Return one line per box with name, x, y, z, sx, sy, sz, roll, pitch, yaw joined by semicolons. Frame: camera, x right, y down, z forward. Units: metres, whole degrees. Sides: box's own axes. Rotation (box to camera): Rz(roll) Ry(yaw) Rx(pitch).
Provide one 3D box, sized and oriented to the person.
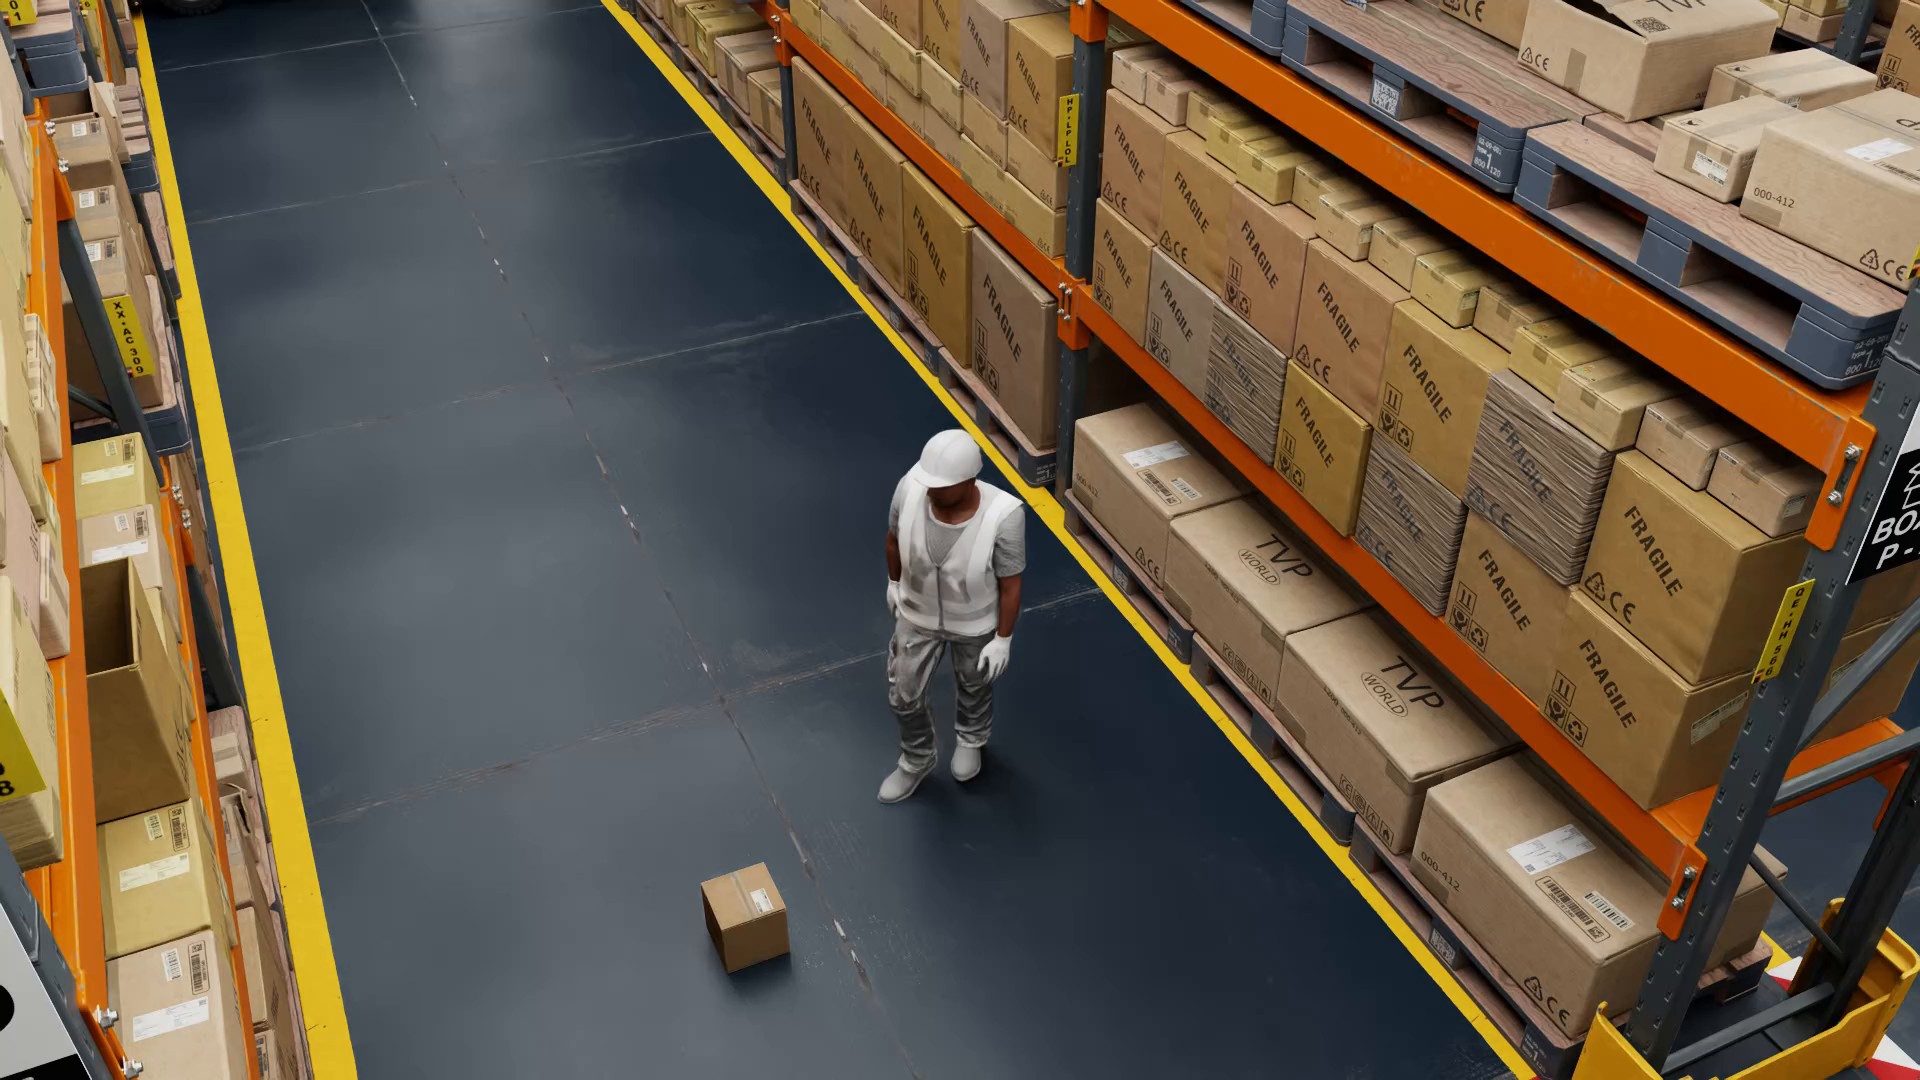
person;-0.028;0.290;6.447;0.582;1.803;0.496;9;38;11
